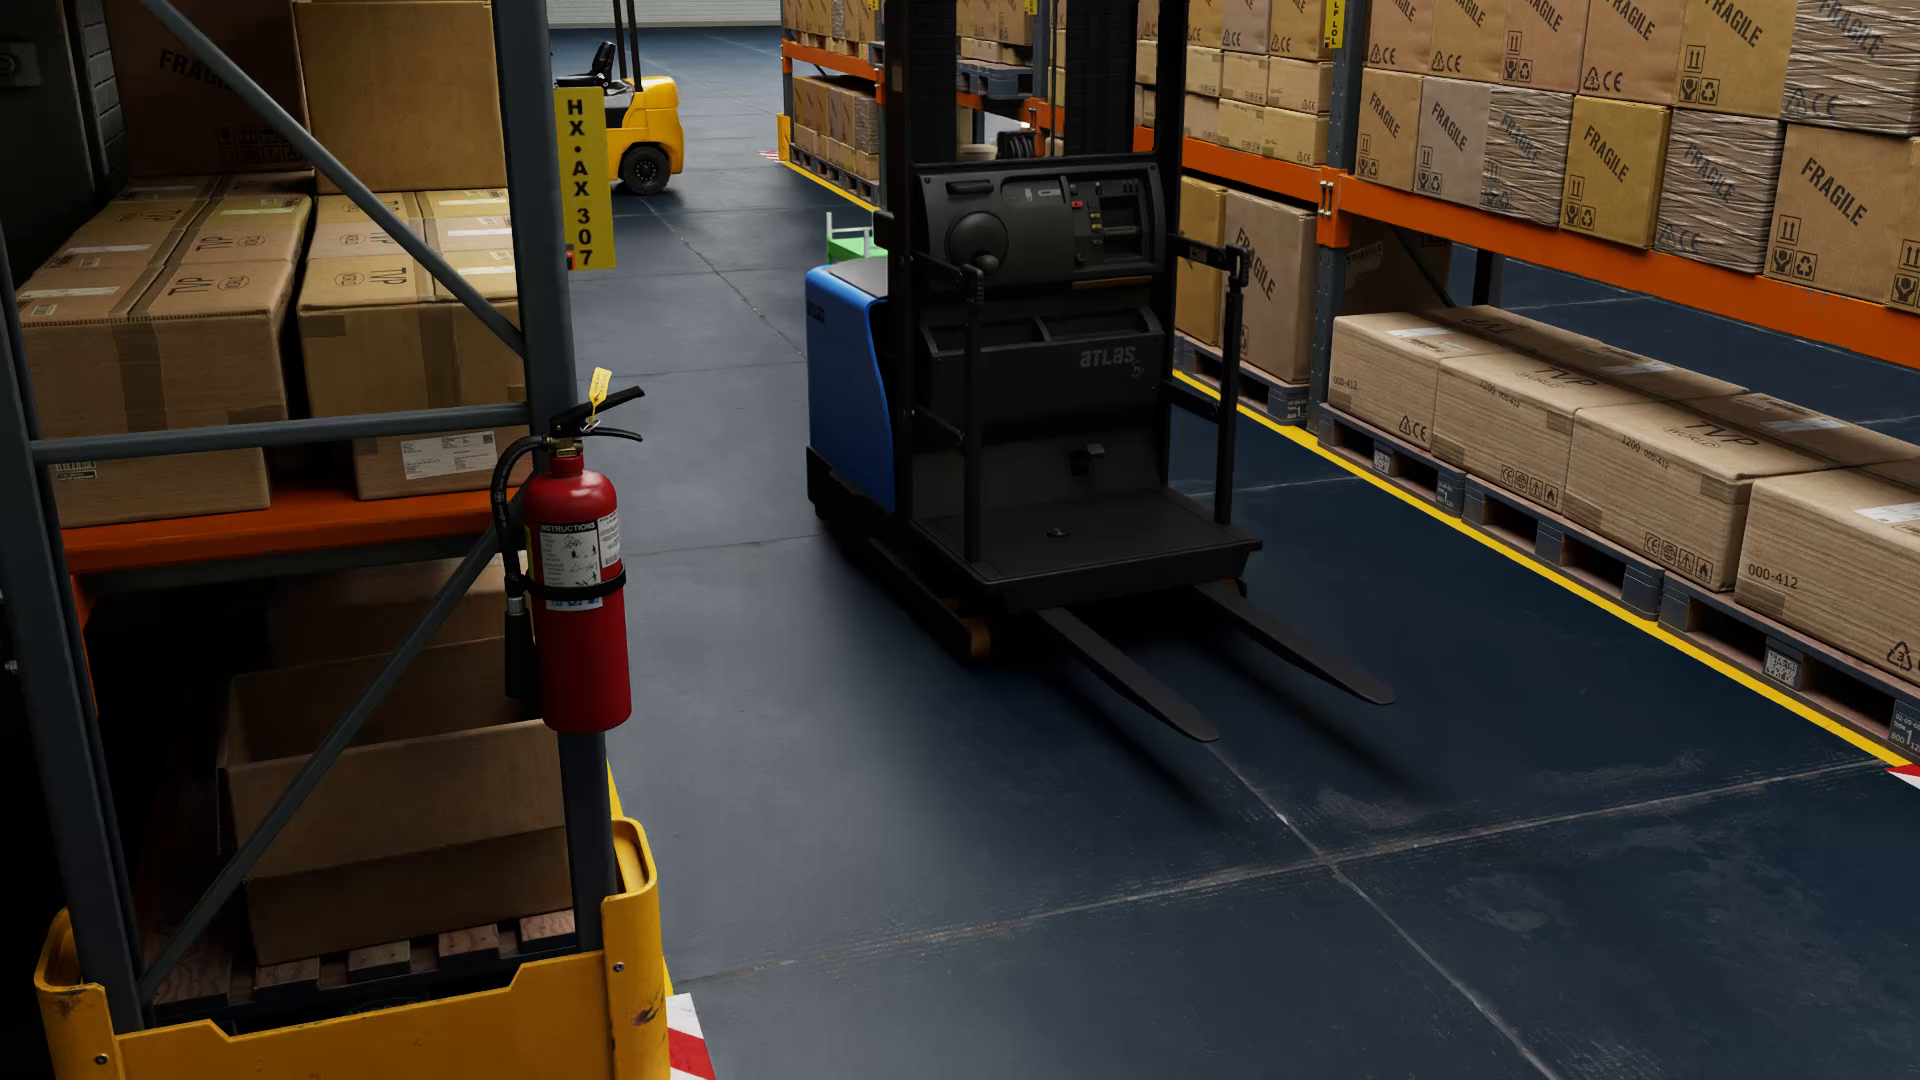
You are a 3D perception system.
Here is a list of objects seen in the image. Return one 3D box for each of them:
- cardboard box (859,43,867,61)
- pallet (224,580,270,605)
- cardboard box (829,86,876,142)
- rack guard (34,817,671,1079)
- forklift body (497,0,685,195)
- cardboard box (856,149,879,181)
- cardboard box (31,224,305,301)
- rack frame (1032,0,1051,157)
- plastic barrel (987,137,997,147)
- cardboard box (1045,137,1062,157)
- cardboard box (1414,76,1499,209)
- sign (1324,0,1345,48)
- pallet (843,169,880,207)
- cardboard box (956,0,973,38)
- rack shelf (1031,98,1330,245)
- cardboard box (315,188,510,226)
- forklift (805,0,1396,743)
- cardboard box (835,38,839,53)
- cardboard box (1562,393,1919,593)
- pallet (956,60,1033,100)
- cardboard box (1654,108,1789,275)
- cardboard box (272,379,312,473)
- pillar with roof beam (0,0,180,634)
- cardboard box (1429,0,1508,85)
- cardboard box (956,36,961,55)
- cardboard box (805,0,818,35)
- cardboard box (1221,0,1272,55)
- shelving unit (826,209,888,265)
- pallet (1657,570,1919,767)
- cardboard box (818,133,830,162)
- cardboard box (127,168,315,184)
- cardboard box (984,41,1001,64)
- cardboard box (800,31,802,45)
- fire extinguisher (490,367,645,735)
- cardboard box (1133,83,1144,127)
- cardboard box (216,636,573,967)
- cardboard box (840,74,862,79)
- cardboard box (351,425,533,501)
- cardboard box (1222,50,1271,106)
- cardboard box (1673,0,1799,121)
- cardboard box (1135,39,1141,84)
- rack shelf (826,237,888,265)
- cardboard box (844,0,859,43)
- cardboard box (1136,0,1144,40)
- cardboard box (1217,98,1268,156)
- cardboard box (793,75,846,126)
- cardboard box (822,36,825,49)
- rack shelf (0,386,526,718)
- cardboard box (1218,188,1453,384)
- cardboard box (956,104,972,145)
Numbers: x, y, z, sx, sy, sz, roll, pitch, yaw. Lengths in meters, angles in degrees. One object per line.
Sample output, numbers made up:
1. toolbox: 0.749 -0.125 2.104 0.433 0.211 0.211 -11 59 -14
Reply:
1. cardboard box: -0.737 -4.599 15.654 0.380 0.149 0.250 -6 21 -16
2. pallet: -2.243 0.062 6.432 1.003 0.211 1.213 -6 21 -17
3. cardboard box: -1.025 -4.311 16.819 0.500 0.500 0.500 -5 20 -14
4. rack guard: -1.225 0.965 3.491 1.175 0.500 0.348 -6 21 -17
5. forklift body: -3.902 -4.508 16.284 2.313 2.155 1.214 -6 21 -17
6. cardboard box: -0.703 -3.631 16.036 0.500 0.250 0.500 -5 20 -15
7. cardboard box: -1.758 -0.542 3.769 0.500 0.250 0.500 -6 21 -17
8. rack frame: 0.996 -3.283 11.619 1.000 3.000 0.127 -6 21 -17
9. plastic barrel: 0.567 -4.136 17.805 0.512 0.421 0.421 8 21 20
10. cardboard box: 1.134 -2.250 11.266 0.875 0.875 0.875 -7 21 -18
11. cardboard box: 2.306 -1.706 7.081 0.500 0.500 0.500 -6 21 -17
12. sign: 1.741 -2.446 7.694 0.100 0.325 0.005 -6 21 -17
13. pallet: -0.506 -3.466 16.254 1.003 0.211 1.213 -6 21 -17
14. cardboard box: 0.256 -4.111 12.714 0.500 0.500 0.500 -8 21 -21
15. rack shelf: 1.624 -2.303 9.954 1.077 0.370 4.000 -6 21 -17
16. cardboard box: -1.409 -0.755 4.363 0.500 0.250 0.500 -7 21 -18
17. forklift: 0.389 -1.118 5.692 1.130 2.935 3.031 -8 21 -22
18. cardboard box: -1.027 -4.930 16.577 0.380 0.149 0.250 -7 21 -18
19. cardboard box: 2.912 -0.202 6.209 0.875 0.438 0.875 -6 21 -16
20. pallet: 0.670 -3.410 12.257 1.213 0.211 1.003 -6 21 -17
21. cardboard box: 2.793 -1.216 5.717 0.500 0.500 0.500 -6 21 -16
22. cardboard box: -1.581 -0.235 3.504 0.380 0.149 0.250 -6 21 -16
23. pillar with roof beam: 0.992 -4.432 5.945 9.100 9.000 0.400 -6 21 -17
24. cardboard box: 2.325 -2.176 6.910 0.500 0.500 0.500 -7 21 -18
25. cardboard box: 0.107 -3.931 13.175 0.380 0.149 0.250 -7 21 -19
26. cardboard box: -1.306 -5.527 17.278 0.500 0.500 0.500 -7 21 -18
27. cardboard box: 1.704 -2.799 8.645 0.500 0.500 0.500 -6 21 -16
28. shelving unit: -0.392 -0.844 7.492 0.258 1.200 0.503 -8 21 -22
29. pallet: 3.184 0.348 5.635 1.003 0.211 1.213 -6 21 -17
30. cardboard box: -1.191 -4.127 17.416 0.500 0.250 0.500 -5 20 -14
31. cardboard box: -2.234 -1.027 5.119 0.500 0.250 0.500 -6 21 -16
32. cardboard box: 0.394 -3.597 12.244 0.380 0.149 0.250 -7 21 -18
33. cardboard box: -1.509 -5.428 17.962 0.380 0.149 0.250 -7 21 -19
34. fire extinguisher: -0.716 0.023 3.082 0.296 0.674 0.183 -6 21 -17
35. cardboard box: 1.248 -2.697 10.209 0.500 0.250 0.500 -6 21 -15
36. cardboard box: -1.303 0.584 3.926 0.797 0.503 0.637 -7 21 -19
37. cardboard box: -1.020 -4.877 18.395 0.500 0.500 0.500 -6 21 -17
38. cardboard box: -1.044 -0.204 3.418 0.380 0.149 0.250 -7 21 -18
39. cardboard box: 1.719 -2.439 8.753 0.500 0.250 0.500 -6 21 -16
40. cardboard box: 2.788 -1.686 5.547 0.500 0.500 0.500 -6 21 -17
41. cardboard box: 1.227 -2.932 10.124 0.500 0.250 0.500 -6 21 -17
42. rack shelf: -0.392 -1.236 7.351 0.258 0.148 0.480 -8 21 -22
43. cardboard box: -0.806 -5.034 15.907 0.500 0.500 0.500 -6 21 -15
44. cardboard box: 1.231 -3.291 10.013 0.500 0.500 0.500 -6 21 -16
45. cardboard box: 1.713 -2.210 8.853 0.500 0.250 0.500 -7 21 -18
46. cardboard box: -1.520 -4.811 18.210 0.500 0.500 0.500 -7 21 -19
47. cardboard box: -1.220 -5.184 17.282 0.380 0.149 0.250 -6 21 -15
48. rack shelf: -1.830 -0.490 4.909 1.077 0.370 4.000 -6 21 -17
49. cardboard box: 1.982 -1.388 8.864 0.875 0.875 0.875 -6 21 -16
50. cardboard box: -0.191 -4.041 16.067 0.500 0.500 0.500 -5 20 -15
